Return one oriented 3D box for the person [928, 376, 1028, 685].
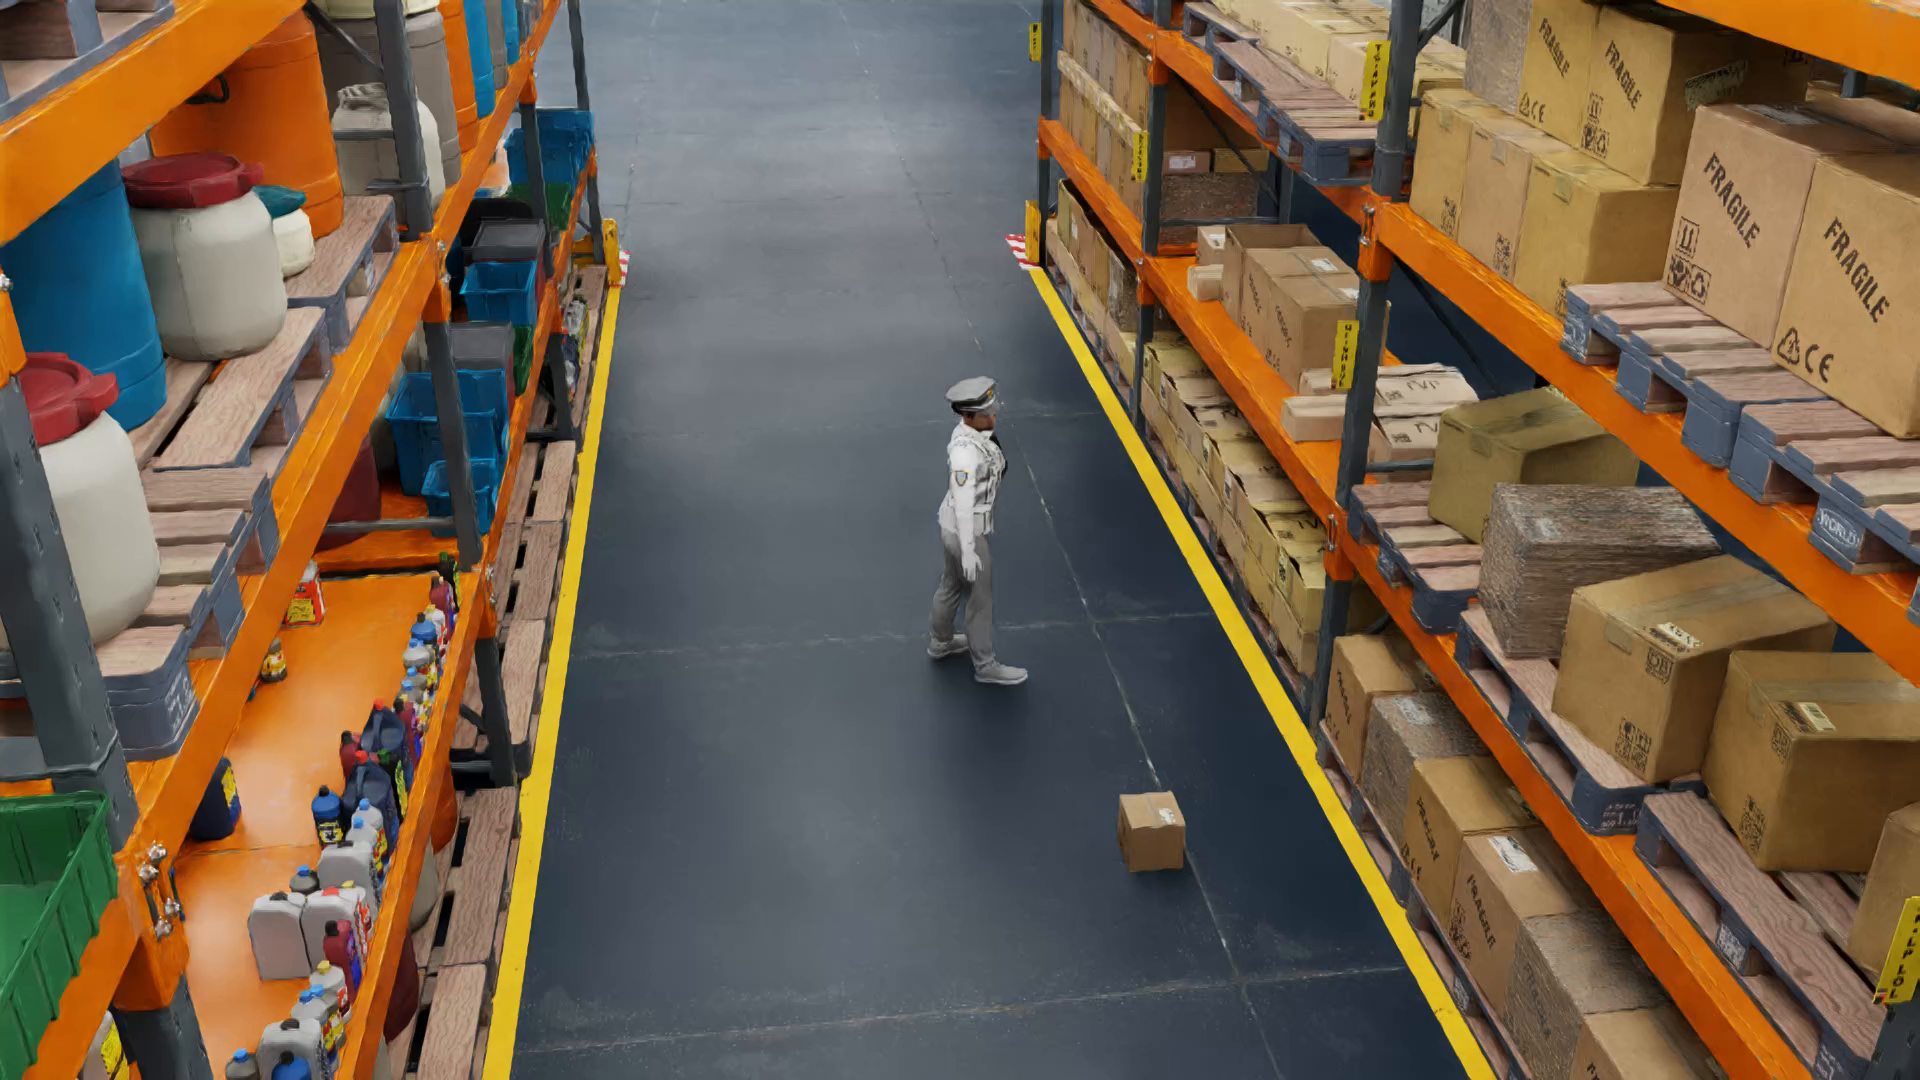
[{"bbox_3d":[0.094,-0.041,8.632,0.553,1.668,0.601,1,27,2],"label":"person"}]
